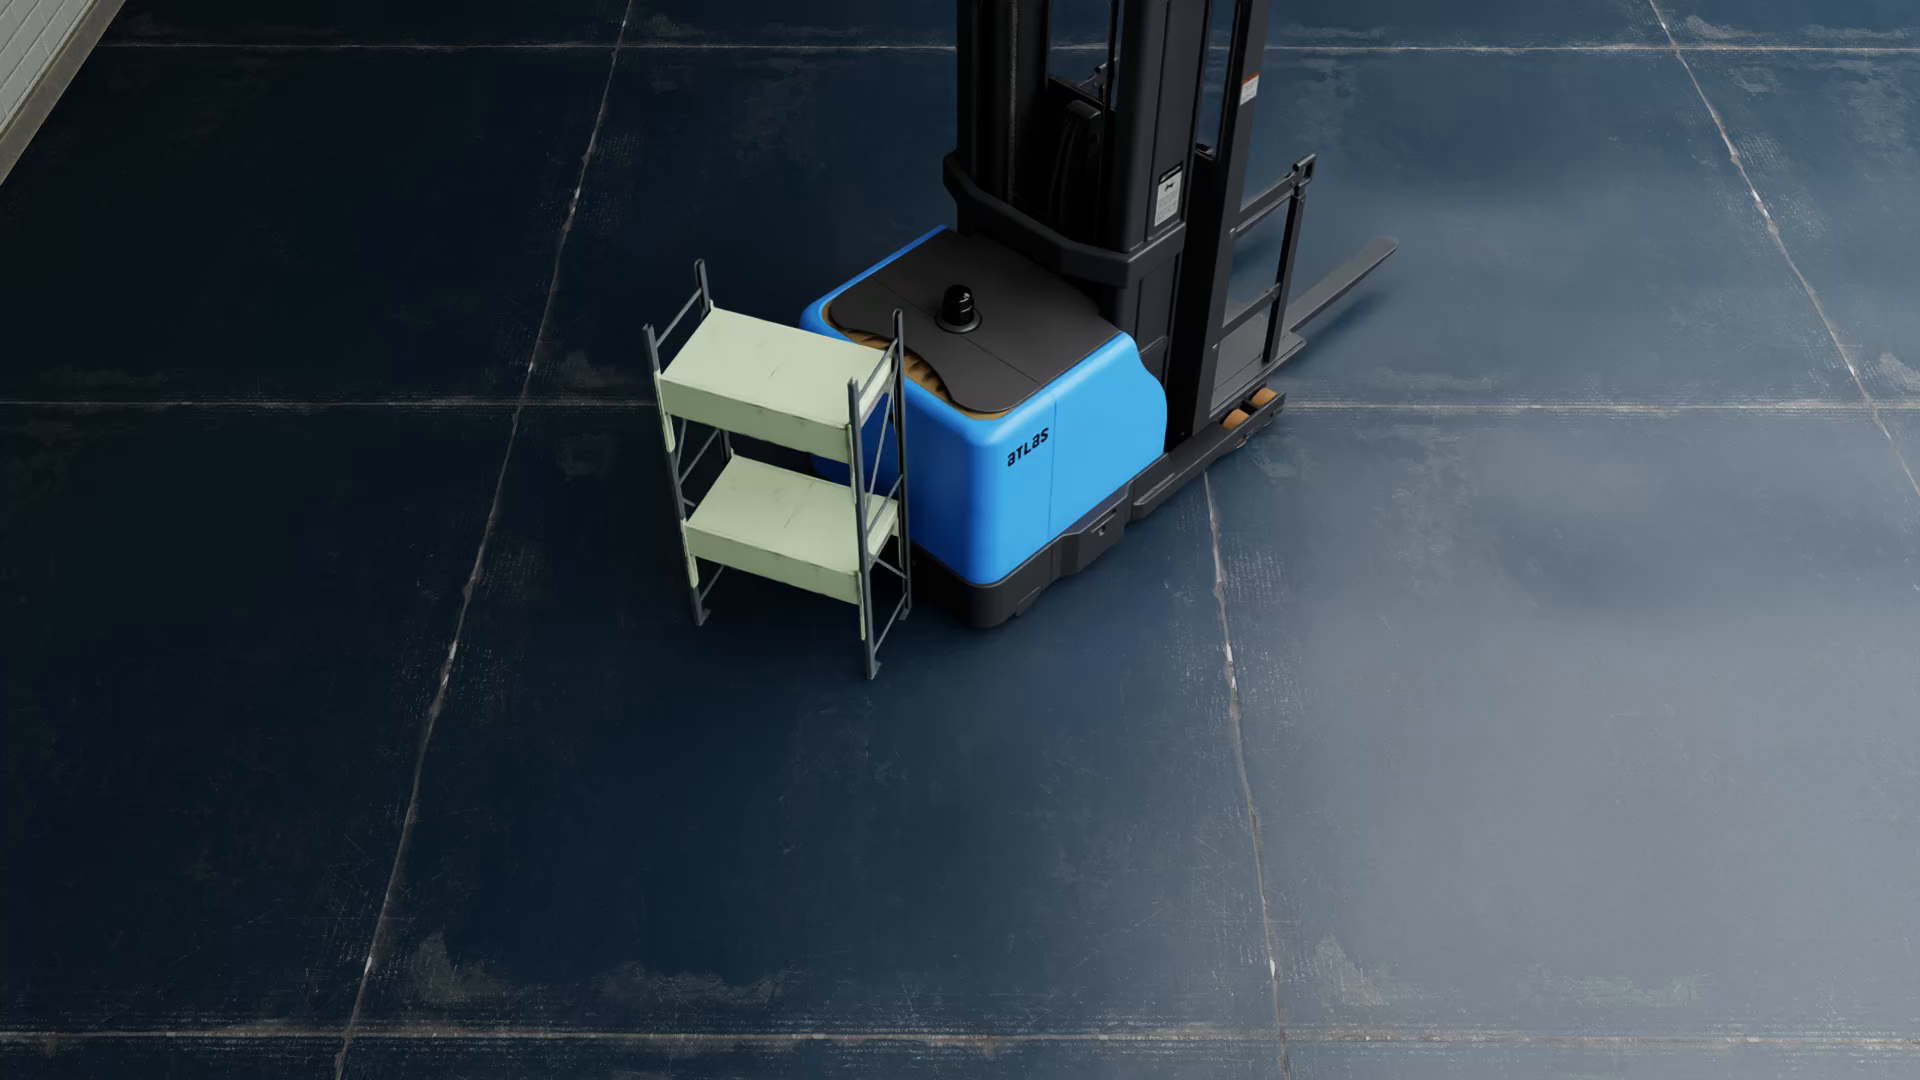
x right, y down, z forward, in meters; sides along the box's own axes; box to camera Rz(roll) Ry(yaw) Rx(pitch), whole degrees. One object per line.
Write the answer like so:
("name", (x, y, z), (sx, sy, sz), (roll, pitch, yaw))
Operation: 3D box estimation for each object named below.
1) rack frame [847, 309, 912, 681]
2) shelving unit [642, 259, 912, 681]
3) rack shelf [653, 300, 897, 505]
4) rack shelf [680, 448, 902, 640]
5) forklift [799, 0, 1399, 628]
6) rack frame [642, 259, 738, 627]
("rack frame", (-0.273, -0.115, 5.913), (0.023, 1.500, 0.400), (16, 49, 14))
("shelving unit", (-0.614, -0.212, 6.003), (0.755, 1.500, 0.431), (16, 49, 14))
("rack shelf", (-0.614, -0.478, 5.718), (0.720, 0.370, 0.431), (16, 49, 14))
("rack shelf", (-0.614, 0.010, 6.242), (0.720, 0.370, 0.431), (16, 49, 14))
("forklift", (0.774, -1.635, 6.351), (1.130, 2.935, 3.031), (36, 56, 28))
("rack frame", (-0.955, -0.309, 6.094), (0.023, 1.500, 0.400), (16, 49, 14))
